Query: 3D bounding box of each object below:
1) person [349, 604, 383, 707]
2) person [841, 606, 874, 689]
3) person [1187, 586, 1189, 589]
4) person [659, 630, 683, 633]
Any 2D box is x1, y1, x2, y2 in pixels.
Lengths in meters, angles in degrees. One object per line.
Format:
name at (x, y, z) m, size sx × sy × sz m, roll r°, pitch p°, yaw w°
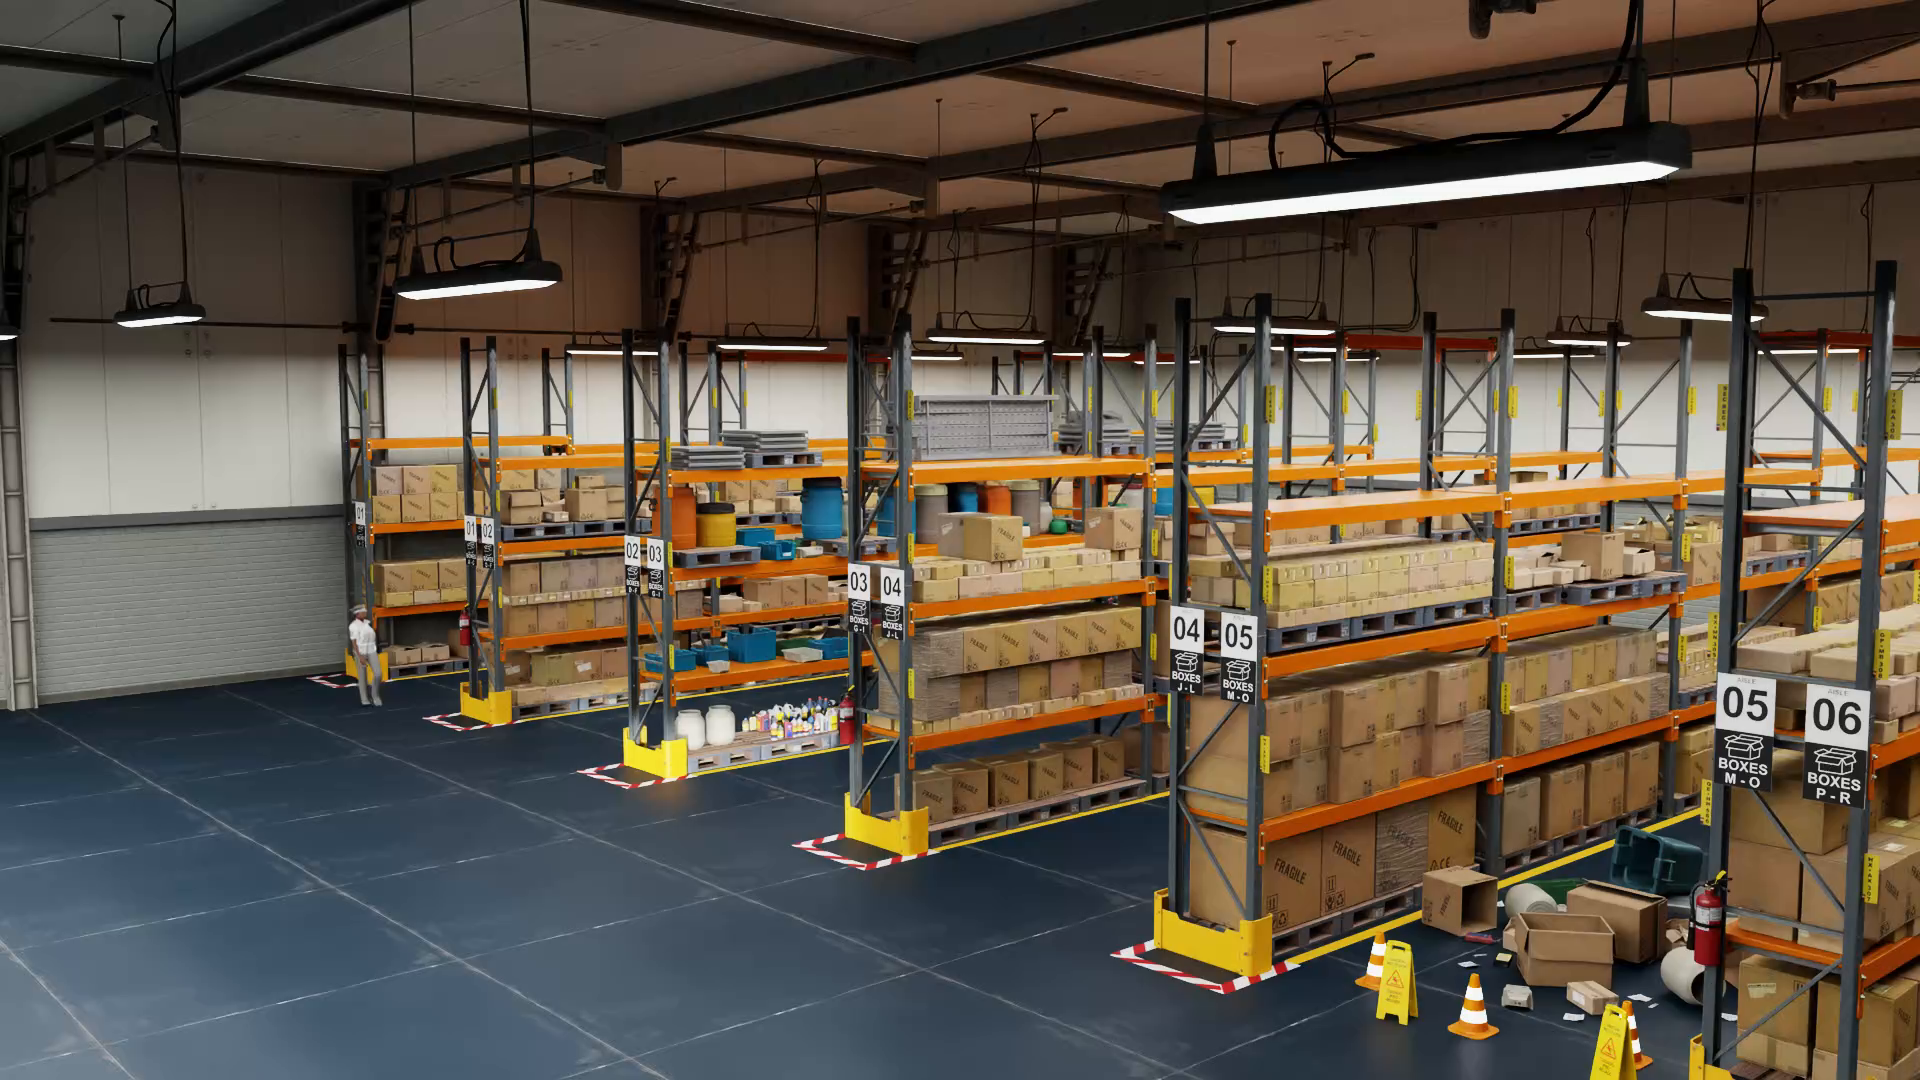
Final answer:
person at (-9.729, 1.893, 27.192) m, size 0.464 × 1.706 × 0.495 m, roll -3°, pitch 6°, yaw -32°
person at (-1.813, 1.704, 28.731) m, size 0.493 × 1.664 × 0.996 m, roll 4°, pitch 7°, yaw 40°
person at (4.549, 1.251, 34.703) m, size 0.477 × 1.608 × 0.927 m, roll 4°, pitch 7°, yaw 41°
person at (-5.235, 1.573, 30.297) m, size 0.642 × 1.782 × 0.482 m, roll -1°, pitch 5°, yaw -11°
